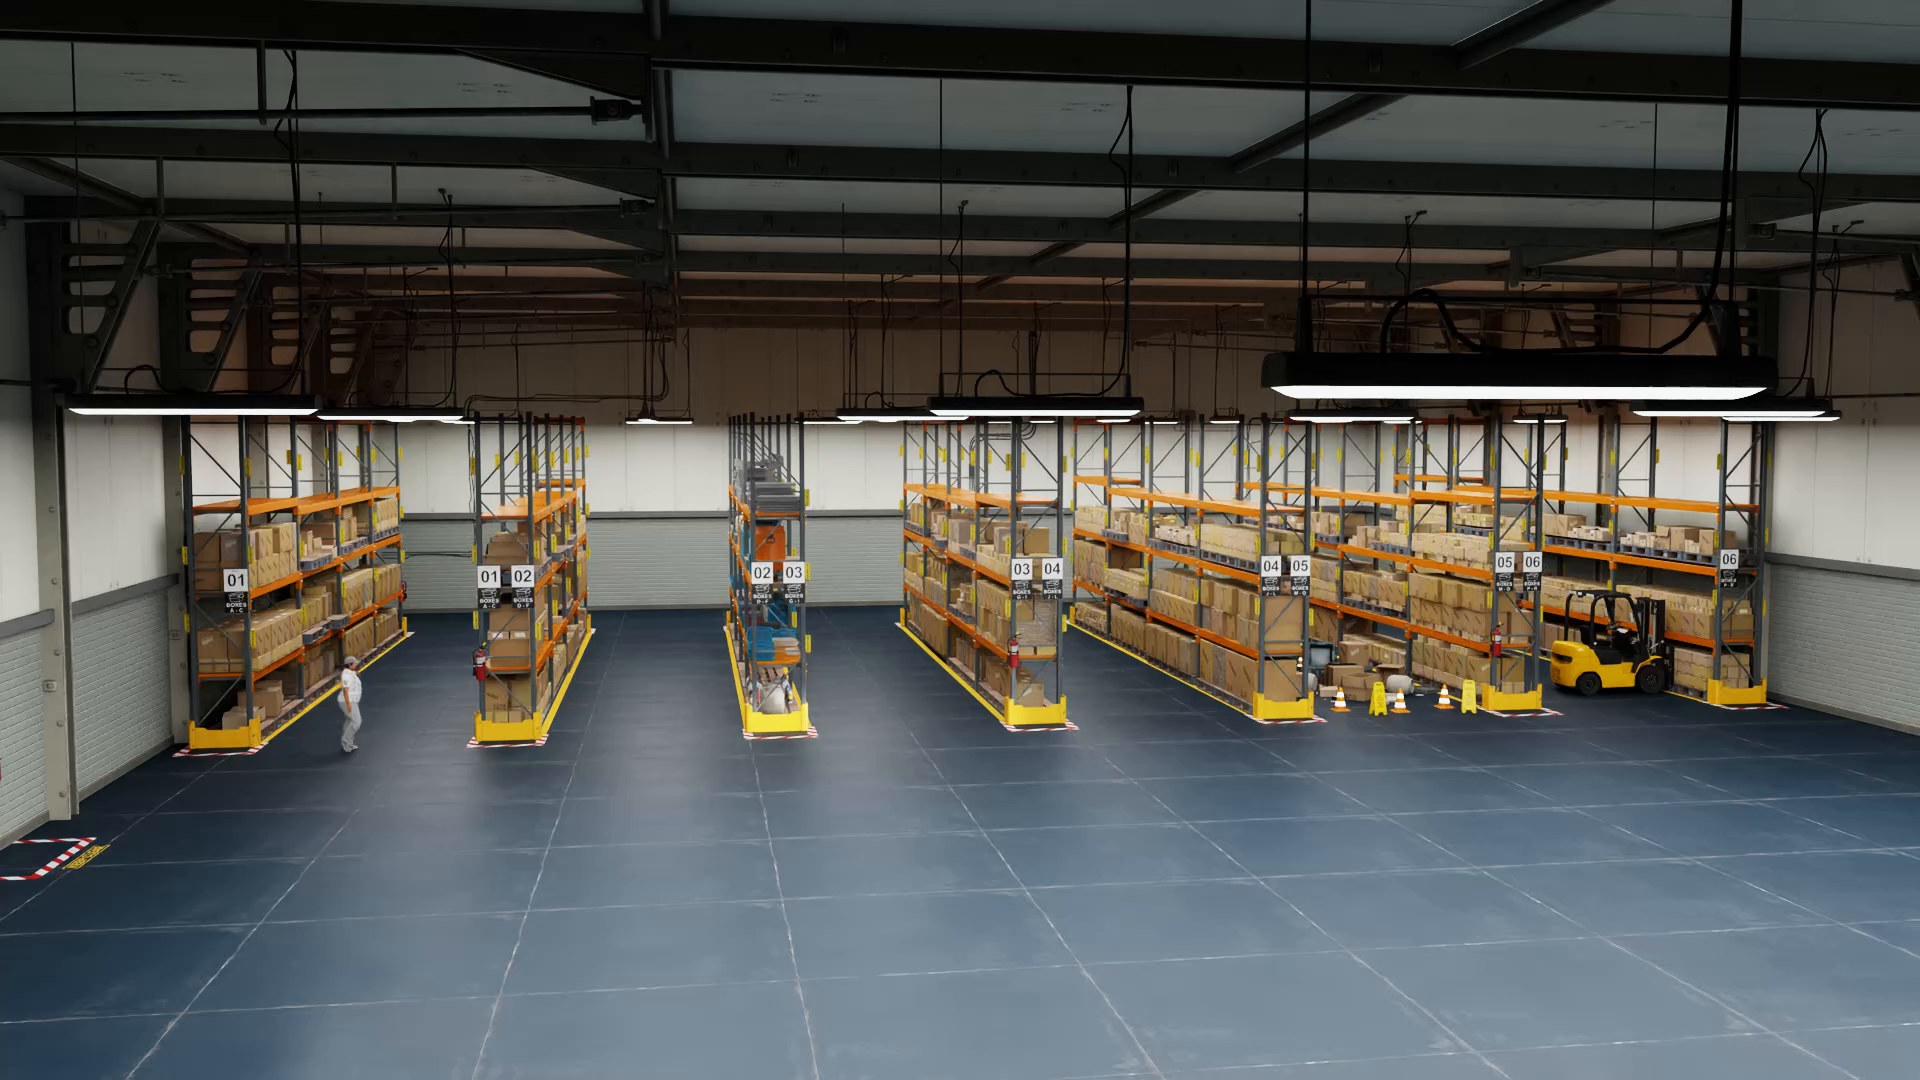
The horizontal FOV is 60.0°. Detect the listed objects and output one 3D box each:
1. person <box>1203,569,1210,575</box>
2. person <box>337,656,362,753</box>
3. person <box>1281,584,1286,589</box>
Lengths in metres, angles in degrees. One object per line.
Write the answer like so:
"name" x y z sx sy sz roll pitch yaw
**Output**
"person" 7.676 1.401 51.974 0.488 1.636 0.453 -2 5 -31
"person" -10.766 2.894 29.389 0.434 1.687 0.508 0 4 -6
"person" 8.277 2.005 42.424 0.549 1.773 0.546 -2 4 -29
